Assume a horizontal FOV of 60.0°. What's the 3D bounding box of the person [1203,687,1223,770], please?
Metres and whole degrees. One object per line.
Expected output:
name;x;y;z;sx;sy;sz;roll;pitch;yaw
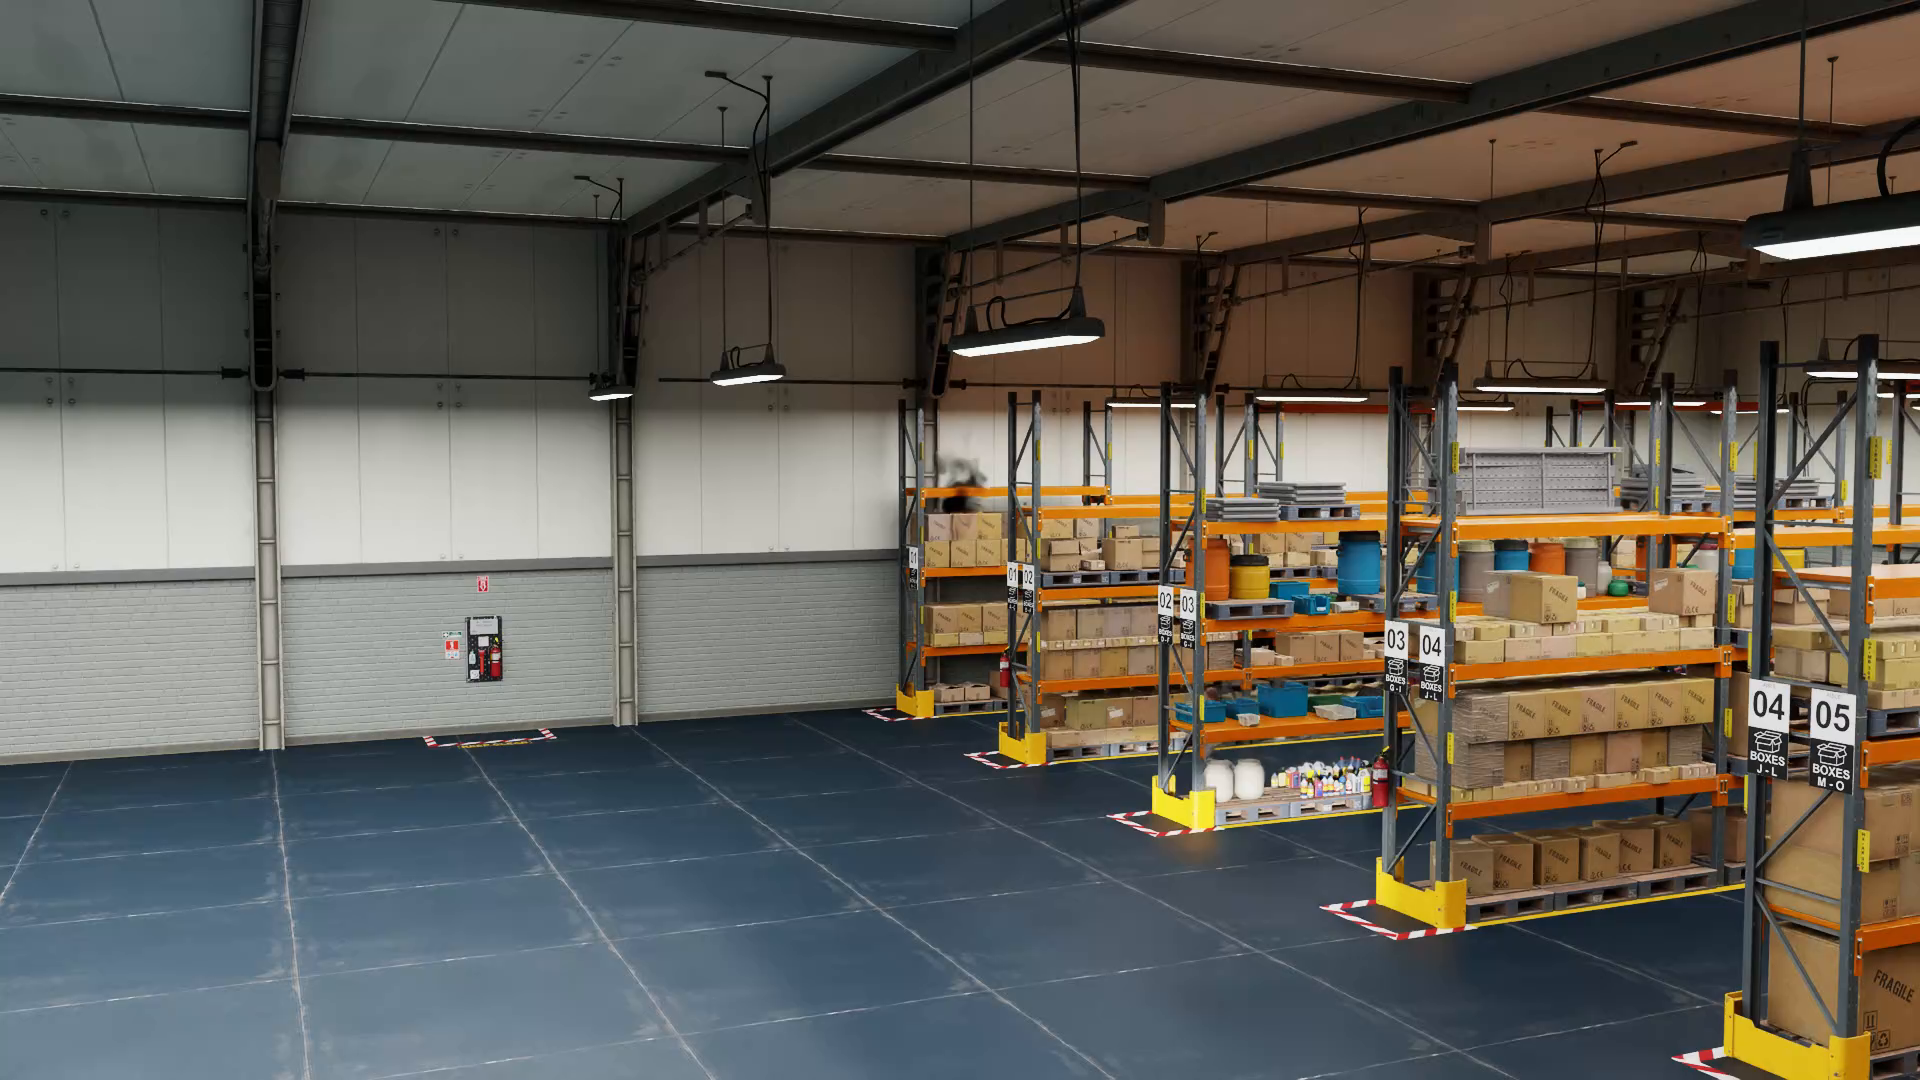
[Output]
person;3.712;2.954;24.624;0.546;1.558;0.539;-1;4;-23
